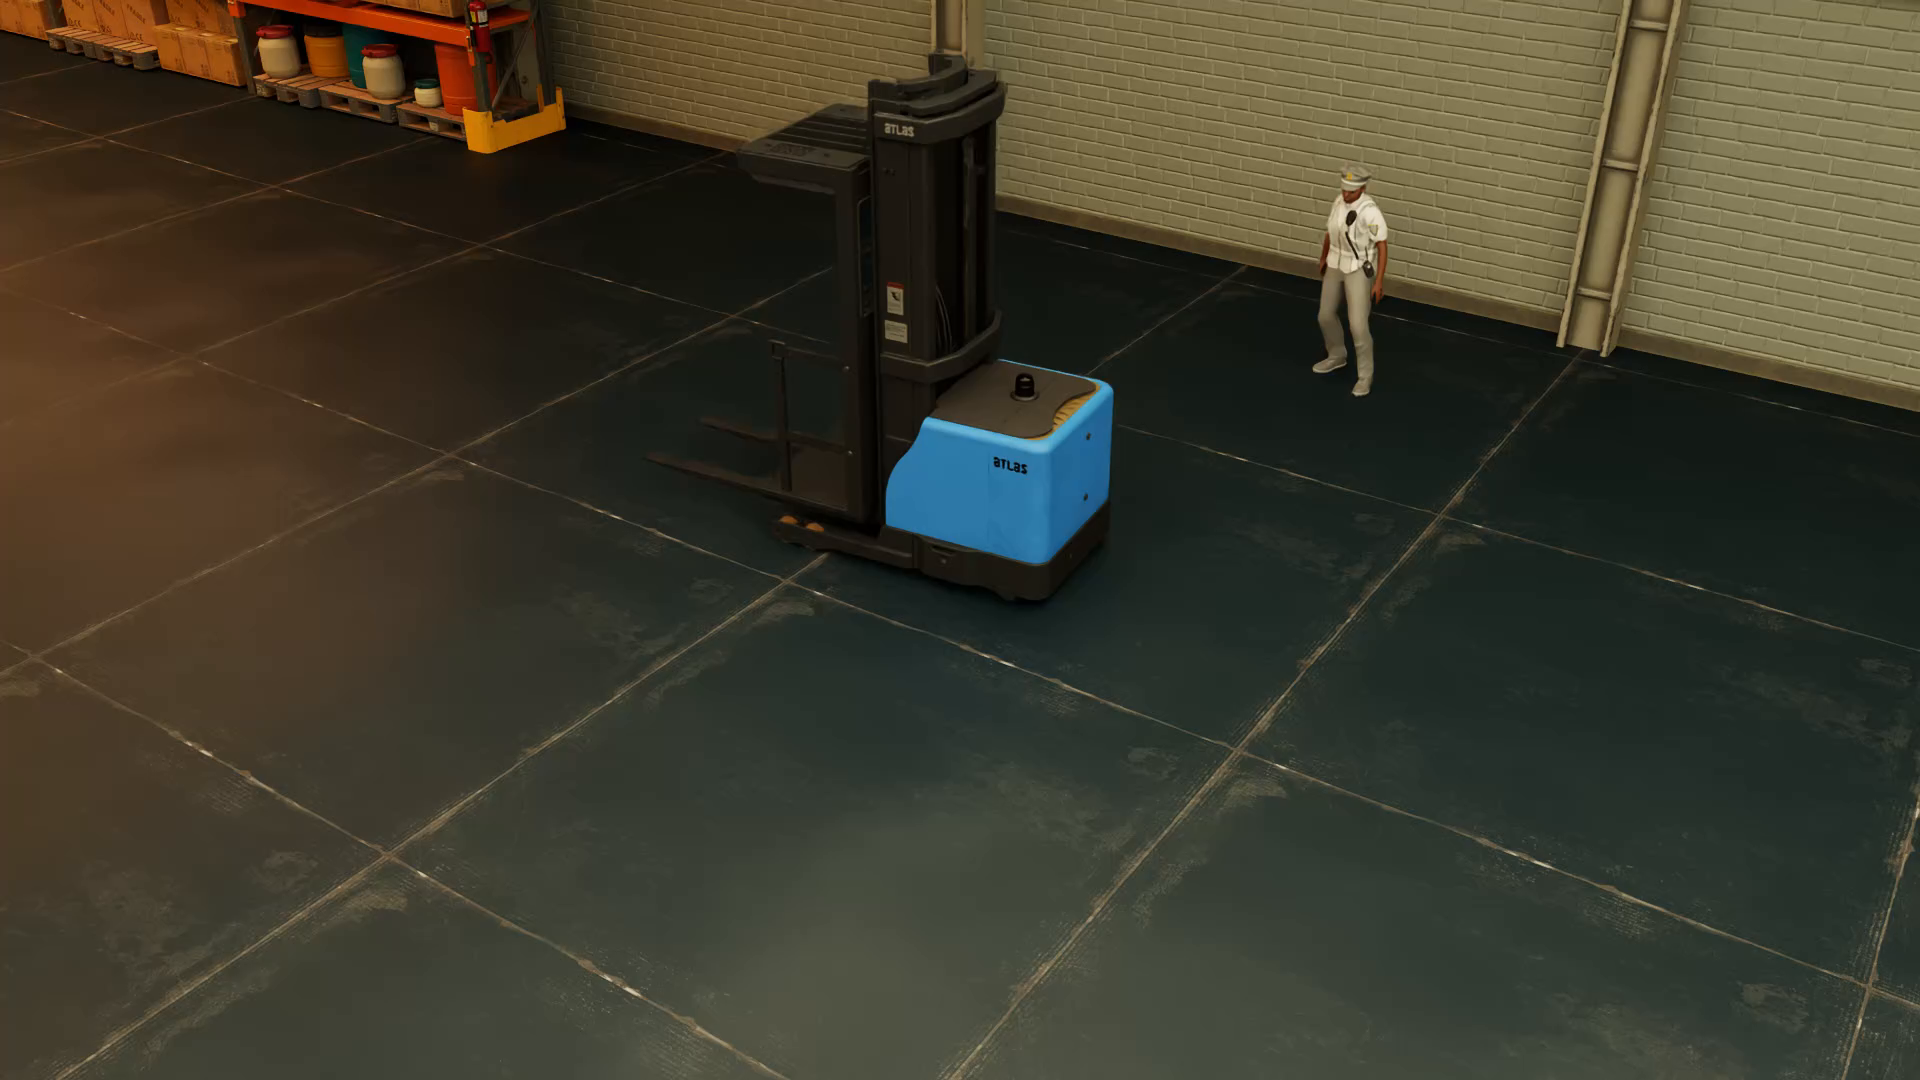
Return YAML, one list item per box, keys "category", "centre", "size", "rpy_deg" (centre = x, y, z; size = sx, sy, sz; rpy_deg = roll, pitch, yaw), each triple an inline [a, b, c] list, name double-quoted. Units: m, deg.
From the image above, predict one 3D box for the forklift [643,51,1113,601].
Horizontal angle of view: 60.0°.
- category: "forklift"
  centre: [-0.609, -1.421, 10.029]
  size: [3.031, 2.935, 1.130]
  rpy_deg: [15, 33, 24]

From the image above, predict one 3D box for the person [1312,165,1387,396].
- category: "person"
  centre: [2.882, -1.956, 12.250]
  size: [0.384, 1.633, 0.754]
  rpy_deg: [-19, 35, -30]
